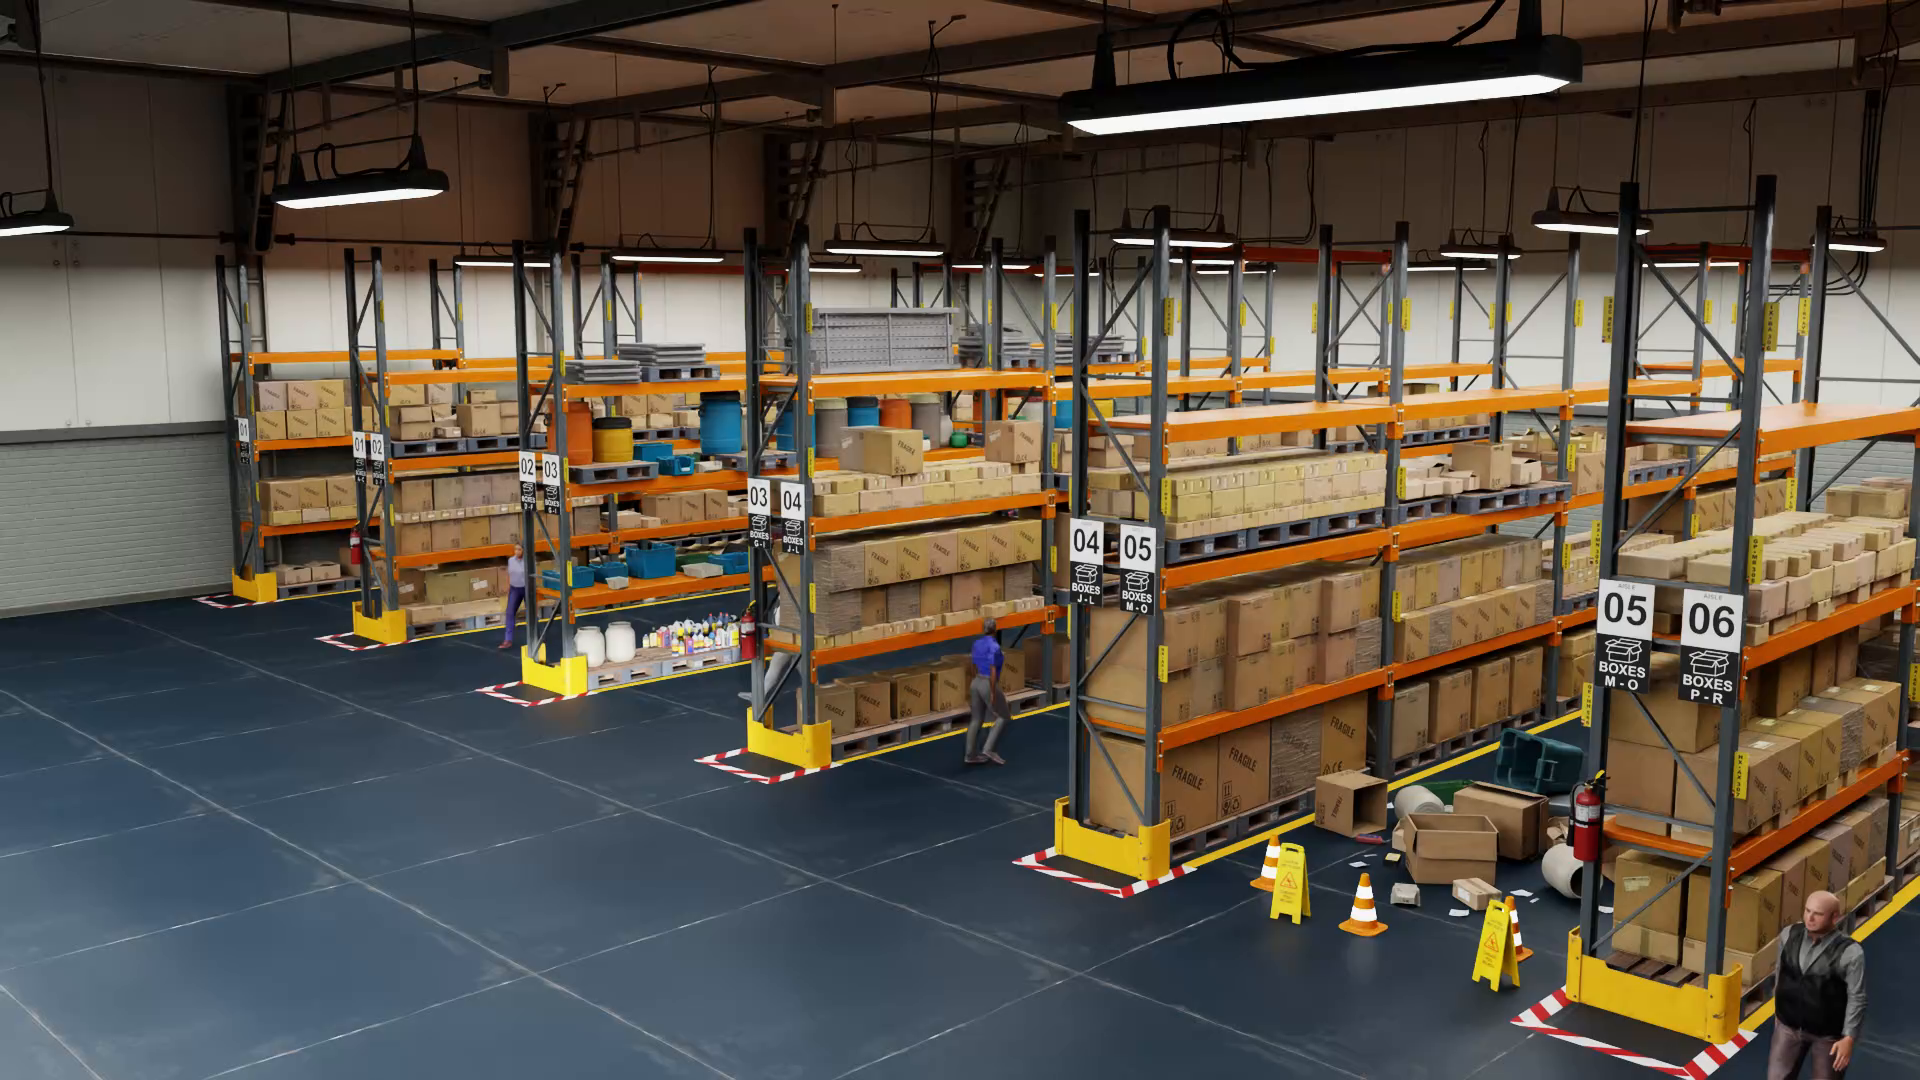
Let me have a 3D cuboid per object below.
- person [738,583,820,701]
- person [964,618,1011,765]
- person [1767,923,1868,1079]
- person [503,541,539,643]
[{"bbox_3d":[-2.321,1.264,21.559,1.087,1.687,0.565,0,8,-1],"label":"person"},{"bbox_3d":[0.285,1.714,18.743,0.518,1.644,0.501,-5,10,-33],"label":"person"},{"bbox_3d":[5.067,3.045,9.900,0.577,1.571,0.577,-6,10,-36],"label":"person"},{"bbox_3d":[-6.633,0.764,25.184,0.494,1.535,0.811,0,8,-3],"label":"person"}]
